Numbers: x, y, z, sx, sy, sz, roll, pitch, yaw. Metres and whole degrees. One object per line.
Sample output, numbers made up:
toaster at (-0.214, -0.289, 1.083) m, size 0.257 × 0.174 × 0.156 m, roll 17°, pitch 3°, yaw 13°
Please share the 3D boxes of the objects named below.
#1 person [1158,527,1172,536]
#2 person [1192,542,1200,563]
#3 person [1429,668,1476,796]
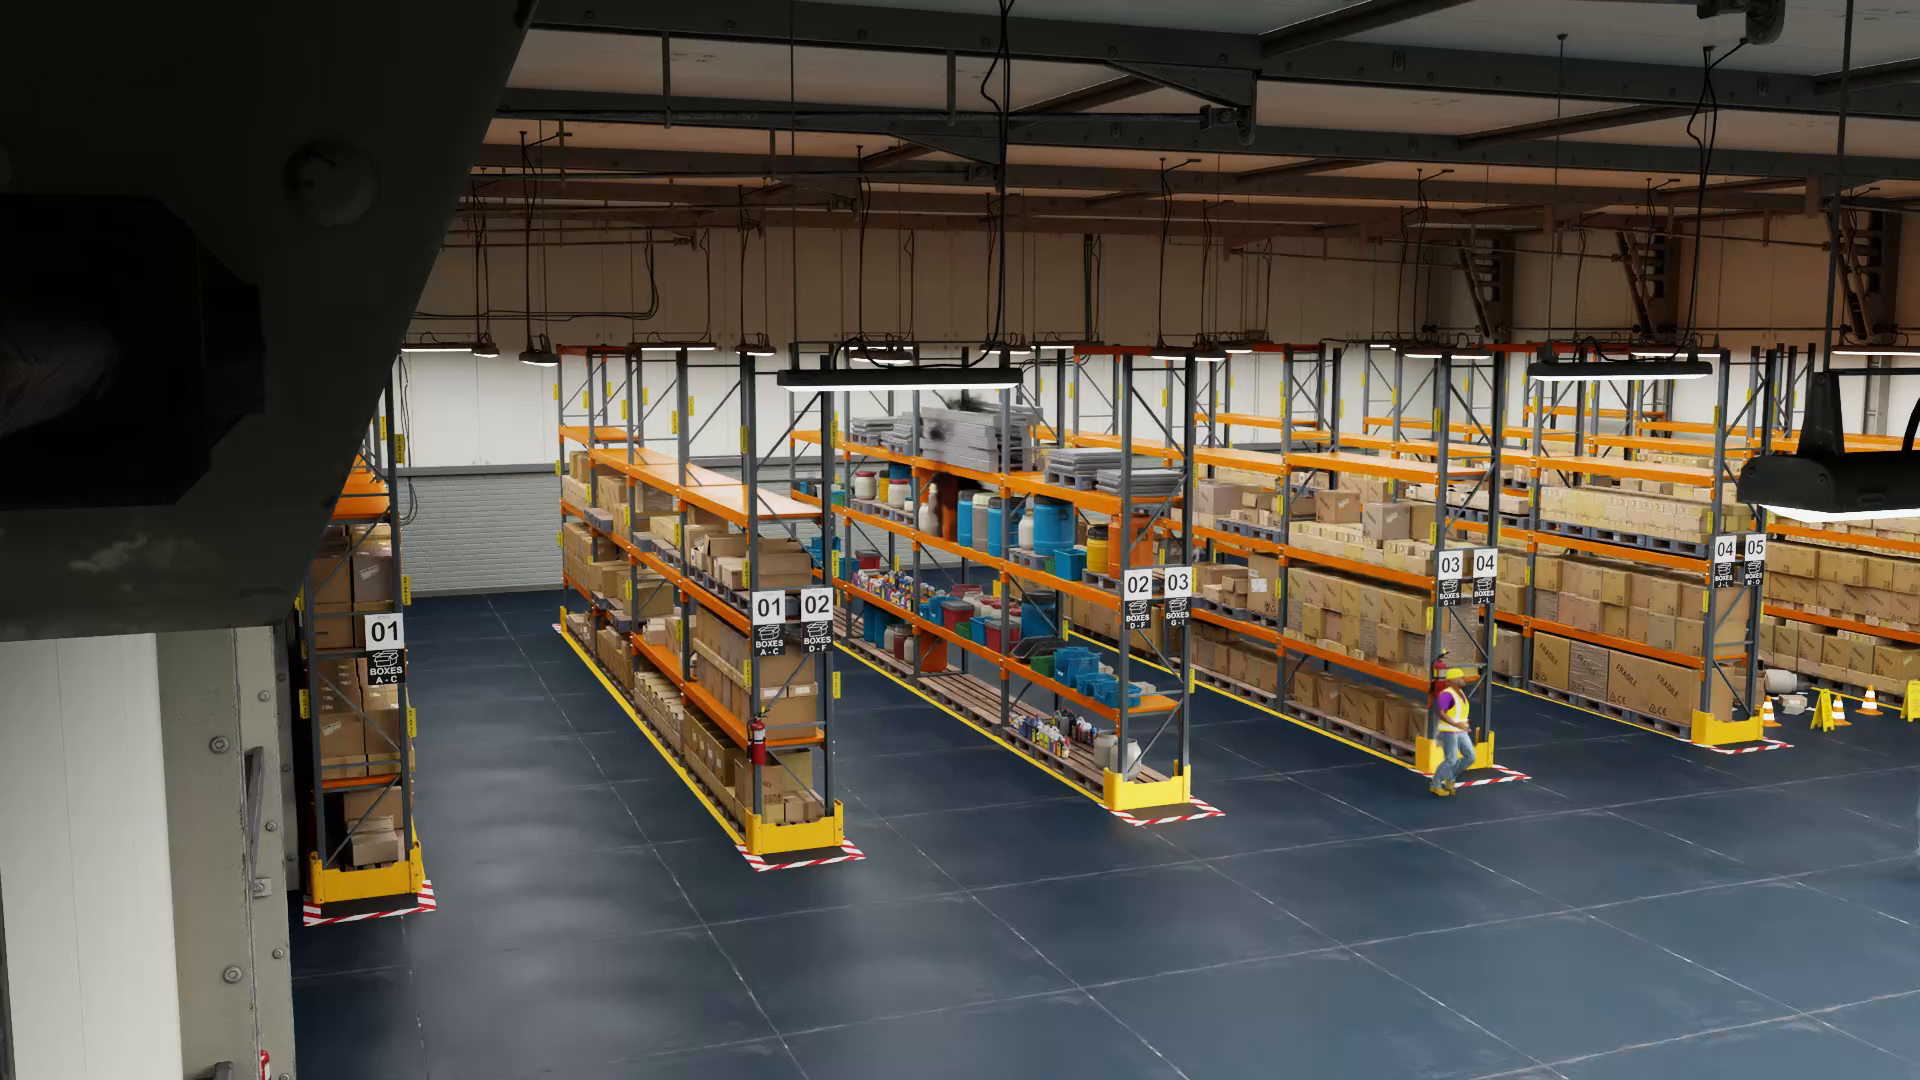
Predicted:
person at (4.951, 0.341, 40.814) m, size 0.568 × 1.629 × 0.650 m, roll -7°, pitch 10°, yaw -43°
person at (5.124, 0.781, 37.692) m, size 0.612 × 1.573 × 0.923 m, roll -2°, pitch 7°, yaw -13°
person at (6.752, 2.606, 22.626) m, size 0.564 × 1.724 × 0.779 m, roll 7°, pitch 10°, yaw 42°
